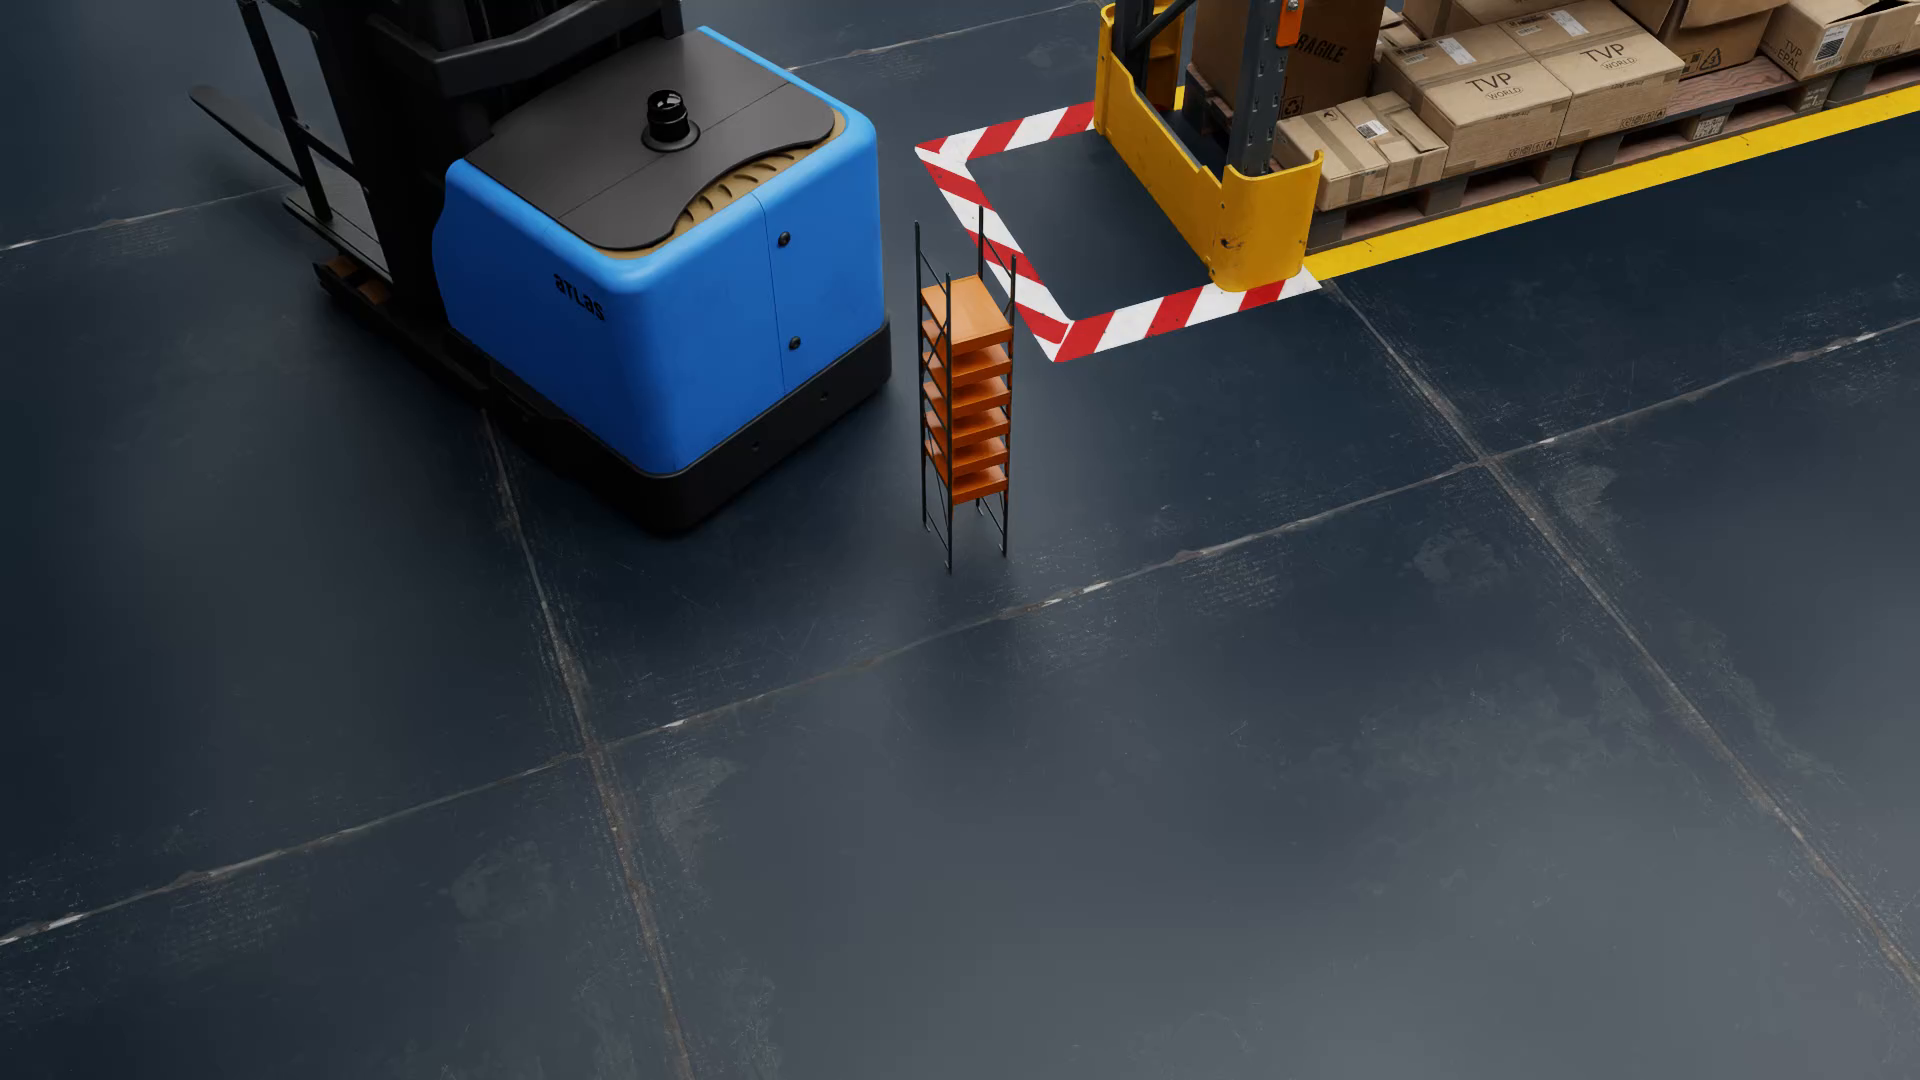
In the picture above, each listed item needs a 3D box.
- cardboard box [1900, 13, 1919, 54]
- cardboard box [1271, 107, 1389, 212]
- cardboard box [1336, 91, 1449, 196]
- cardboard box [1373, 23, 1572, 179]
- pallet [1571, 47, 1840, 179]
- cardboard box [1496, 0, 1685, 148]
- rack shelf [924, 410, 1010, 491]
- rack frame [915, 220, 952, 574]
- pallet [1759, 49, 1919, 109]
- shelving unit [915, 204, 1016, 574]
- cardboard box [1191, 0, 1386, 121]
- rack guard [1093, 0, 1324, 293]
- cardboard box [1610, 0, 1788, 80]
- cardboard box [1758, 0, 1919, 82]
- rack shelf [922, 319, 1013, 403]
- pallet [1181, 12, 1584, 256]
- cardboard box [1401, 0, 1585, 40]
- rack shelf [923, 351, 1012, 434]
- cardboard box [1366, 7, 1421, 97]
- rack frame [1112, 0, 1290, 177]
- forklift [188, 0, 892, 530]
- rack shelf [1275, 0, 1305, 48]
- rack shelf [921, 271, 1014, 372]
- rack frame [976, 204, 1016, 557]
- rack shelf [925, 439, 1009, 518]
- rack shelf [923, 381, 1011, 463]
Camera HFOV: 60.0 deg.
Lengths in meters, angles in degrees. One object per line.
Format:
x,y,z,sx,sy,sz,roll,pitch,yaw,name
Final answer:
3.783,-2.145,6.704,0.250,0.149,0.380,-17,52,-14,cardboard box
1.342,-1.389,6.055,0.250,0.149,0.380,-17,52,-14,cardboard box
1.574,-1.466,6.109,0.250,0.166,0.380,-17,52,-14,cardboard box
1.898,-1.643,6.206,0.500,0.250,0.500,-17,52,-14,cardboard box
2.761,-1.985,6.816,1.213,0.211,1.003,-17,52,-14,pallet
2.361,-1.787,6.329,0.500,0.250,0.500,-17,52,-14,cardboard box
0.013,-0.288,4.923,0.180,0.103,0.258,-17,52,-14,rack shelf
-0.071,-0.369,4.776,0.006,1.200,0.240,-17,52,-14,rack frame
3.892,-2.338,7.119,1.213,0.211,1.003,-17,52,-14,pallet
0.013,-0.395,4.798,0.189,1.200,0.258,-17,52,-14,shelving unit
1.235,-1.953,6.308,0.500,0.500,0.500,-17,52,-14,cardboard box
0.895,-1.503,6.211,0.348,0.500,1.175,-17,52,-14,rack guard
2.791,-2.230,6.544,0.637,0.503,0.797,-17,52,-14,cardboard box
3.413,-2.132,6.586,0.500,0.311,0.500,-17,52,-14,cardboard box
0.013,-0.522,4.650,0.180,0.103,0.258,-17,52,-14,rack shelf
1.633,-1.638,6.518,1.213,0.211,1.003,-17,52,-14,pallet
2.126,-2.123,6.619,0.500,0.250,0.500,-17,52,-14,cardboard box
0.013,-0.444,4.741,0.180,0.103,0.258,-17,52,-14,rack shelf
1.644,-1.898,6.480,0.250,0.166,0.380,-17,52,-14,cardboard box
0.825,-2.295,5.244,0.127,3.000,1.000,-17,52,-14,rack frame
-1.659,-1.973,5.012,3.031,2.935,1.130,35,58,26,forklift
2.676,-2.635,6.010,4.000,0.370,1.077,-17,52,-14,rack shelf
0.013,-0.601,4.559,0.180,0.103,0.258,-17,52,-14,rack shelf
0.098,-0.421,4.821,0.006,1.200,0.240,-17,52,-14,rack frame
0.013,-0.210,5.014,0.180,0.103,0.258,-17,52,-14,rack shelf
0.013,-0.366,4.832,0.180,0.103,0.258,-17,52,-14,rack shelf
